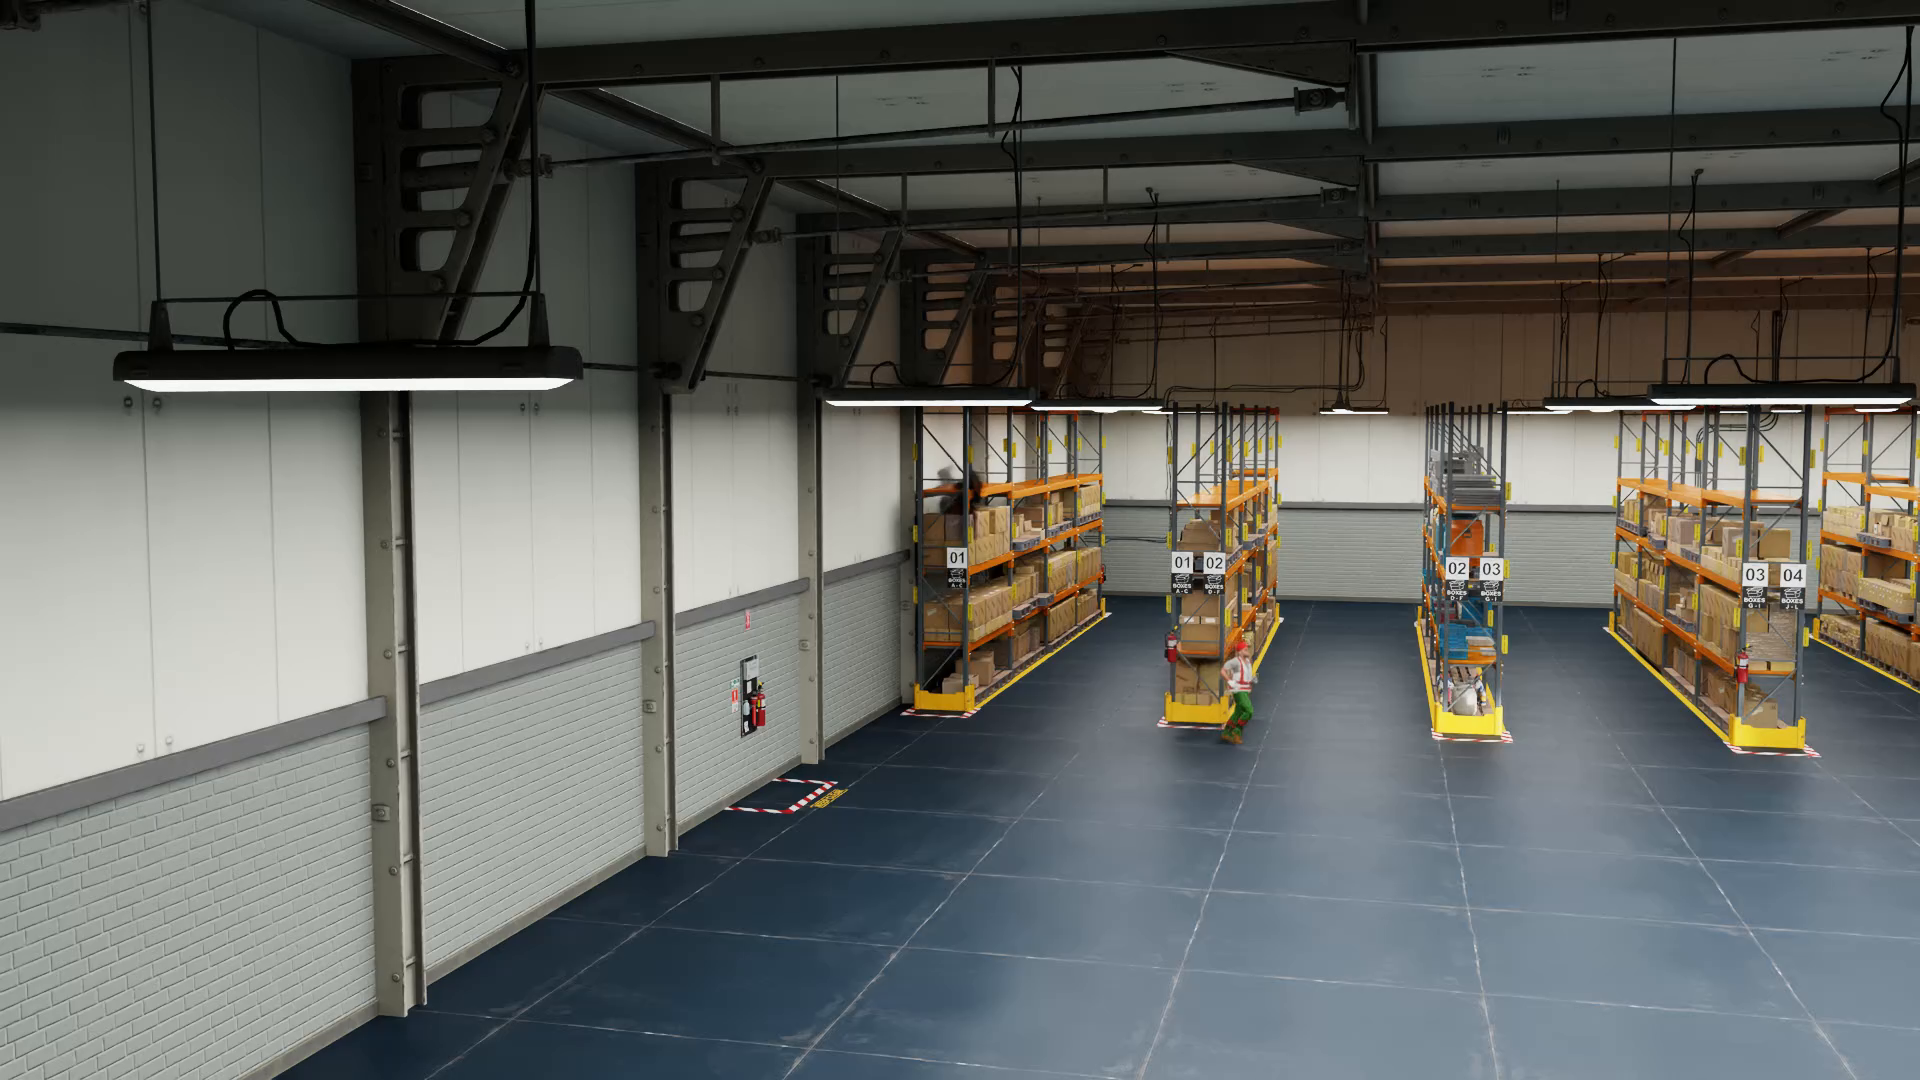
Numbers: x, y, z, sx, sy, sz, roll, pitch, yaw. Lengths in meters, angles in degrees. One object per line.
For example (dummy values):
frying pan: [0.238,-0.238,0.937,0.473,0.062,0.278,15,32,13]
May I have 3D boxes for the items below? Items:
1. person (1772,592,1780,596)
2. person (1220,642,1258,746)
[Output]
person: [20.985,1.761,43.144,0.557,1.608,0.808,3,5,32]
person: [4.927,2.685,29.168,0.633,1.799,0.688,3,5,39]
